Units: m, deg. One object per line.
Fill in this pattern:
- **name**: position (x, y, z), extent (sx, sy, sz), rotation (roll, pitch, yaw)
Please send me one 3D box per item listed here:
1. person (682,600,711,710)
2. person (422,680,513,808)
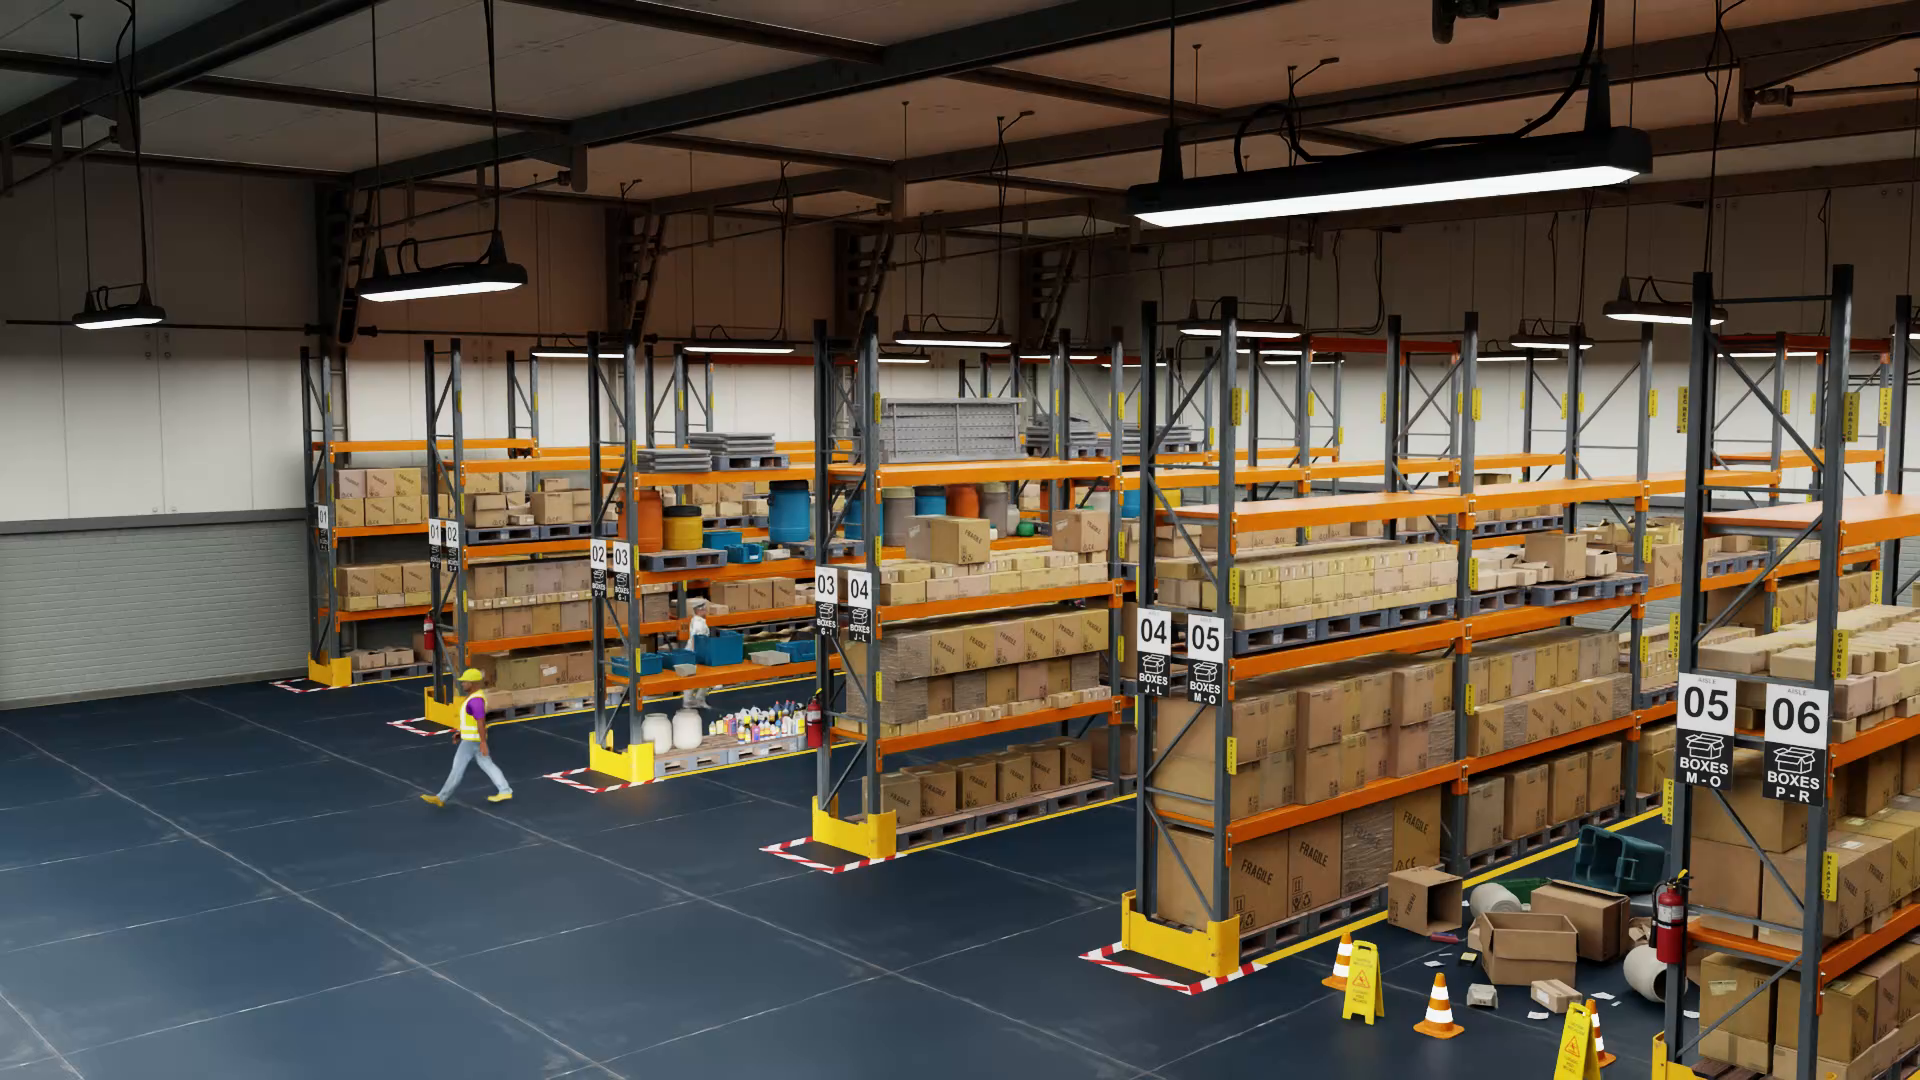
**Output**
- **person**: position (-4.310, 1.883, 27.291), extent (0.526, 1.774, 0.564), rotation (-3, 6, -29)
- **person**: position (-6.177, 2.481, 20.851), extent (1.056, 1.662, 0.610), rotation (-1, 5, -8)
